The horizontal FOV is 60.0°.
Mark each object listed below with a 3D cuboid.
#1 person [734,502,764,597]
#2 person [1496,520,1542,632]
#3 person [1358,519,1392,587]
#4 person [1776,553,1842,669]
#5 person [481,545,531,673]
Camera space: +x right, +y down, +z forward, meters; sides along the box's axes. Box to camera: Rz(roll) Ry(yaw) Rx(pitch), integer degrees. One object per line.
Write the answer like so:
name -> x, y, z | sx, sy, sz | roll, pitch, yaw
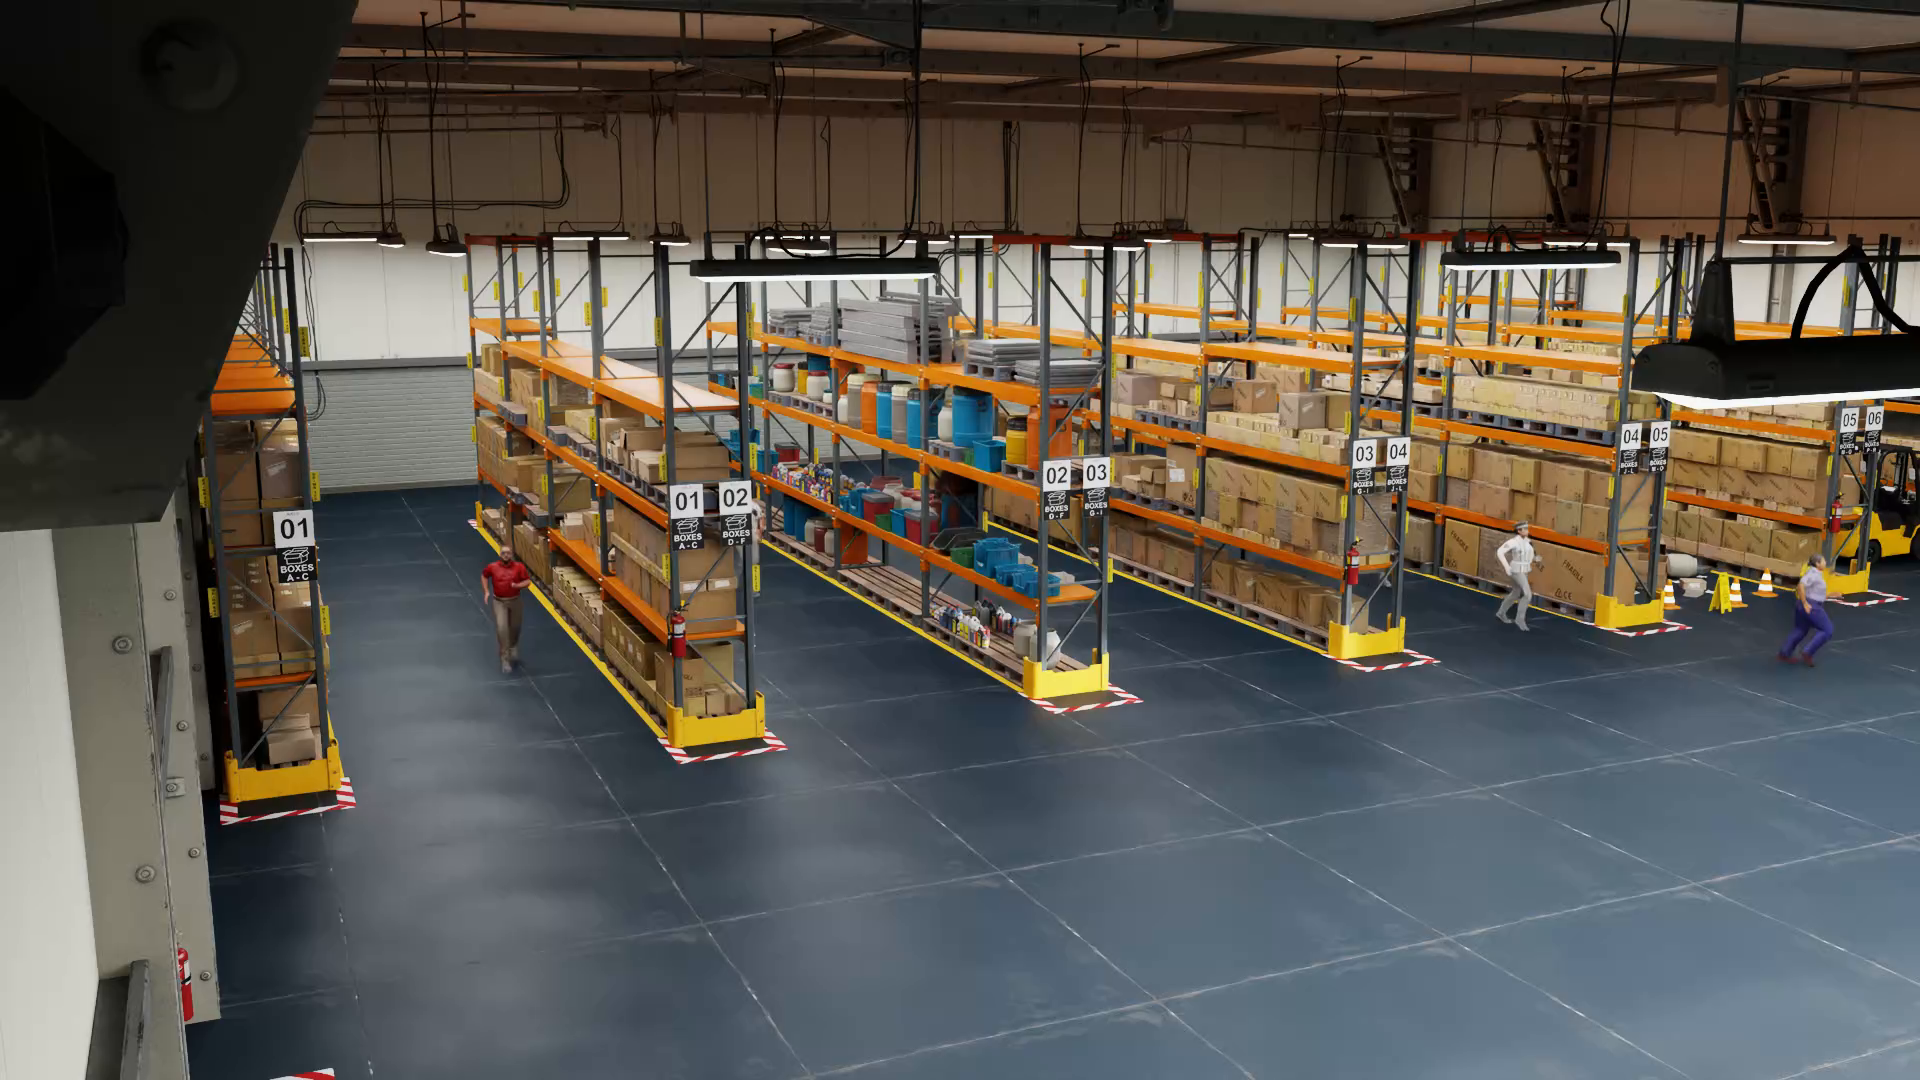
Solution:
person -> -3.505, -0.010, 27.120 | 0.688, 1.773, 0.784 | -5, 12, -26
person -> 8.711, 0.539, 25.915 | 0.581, 1.735, 0.742 | -10, 15, -43
person -> 7.197, -0.056, 28.966 | 0.607, 1.651, 0.941 | -6, 13, -29
person -> 12.124, 1.006, 23.677 | 0.765, 1.655, 0.573 | 3, 11, 14
person -> -6.437, 0.932, 23.683 | 0.653, 1.748, 0.902 | -4, 12, -21
